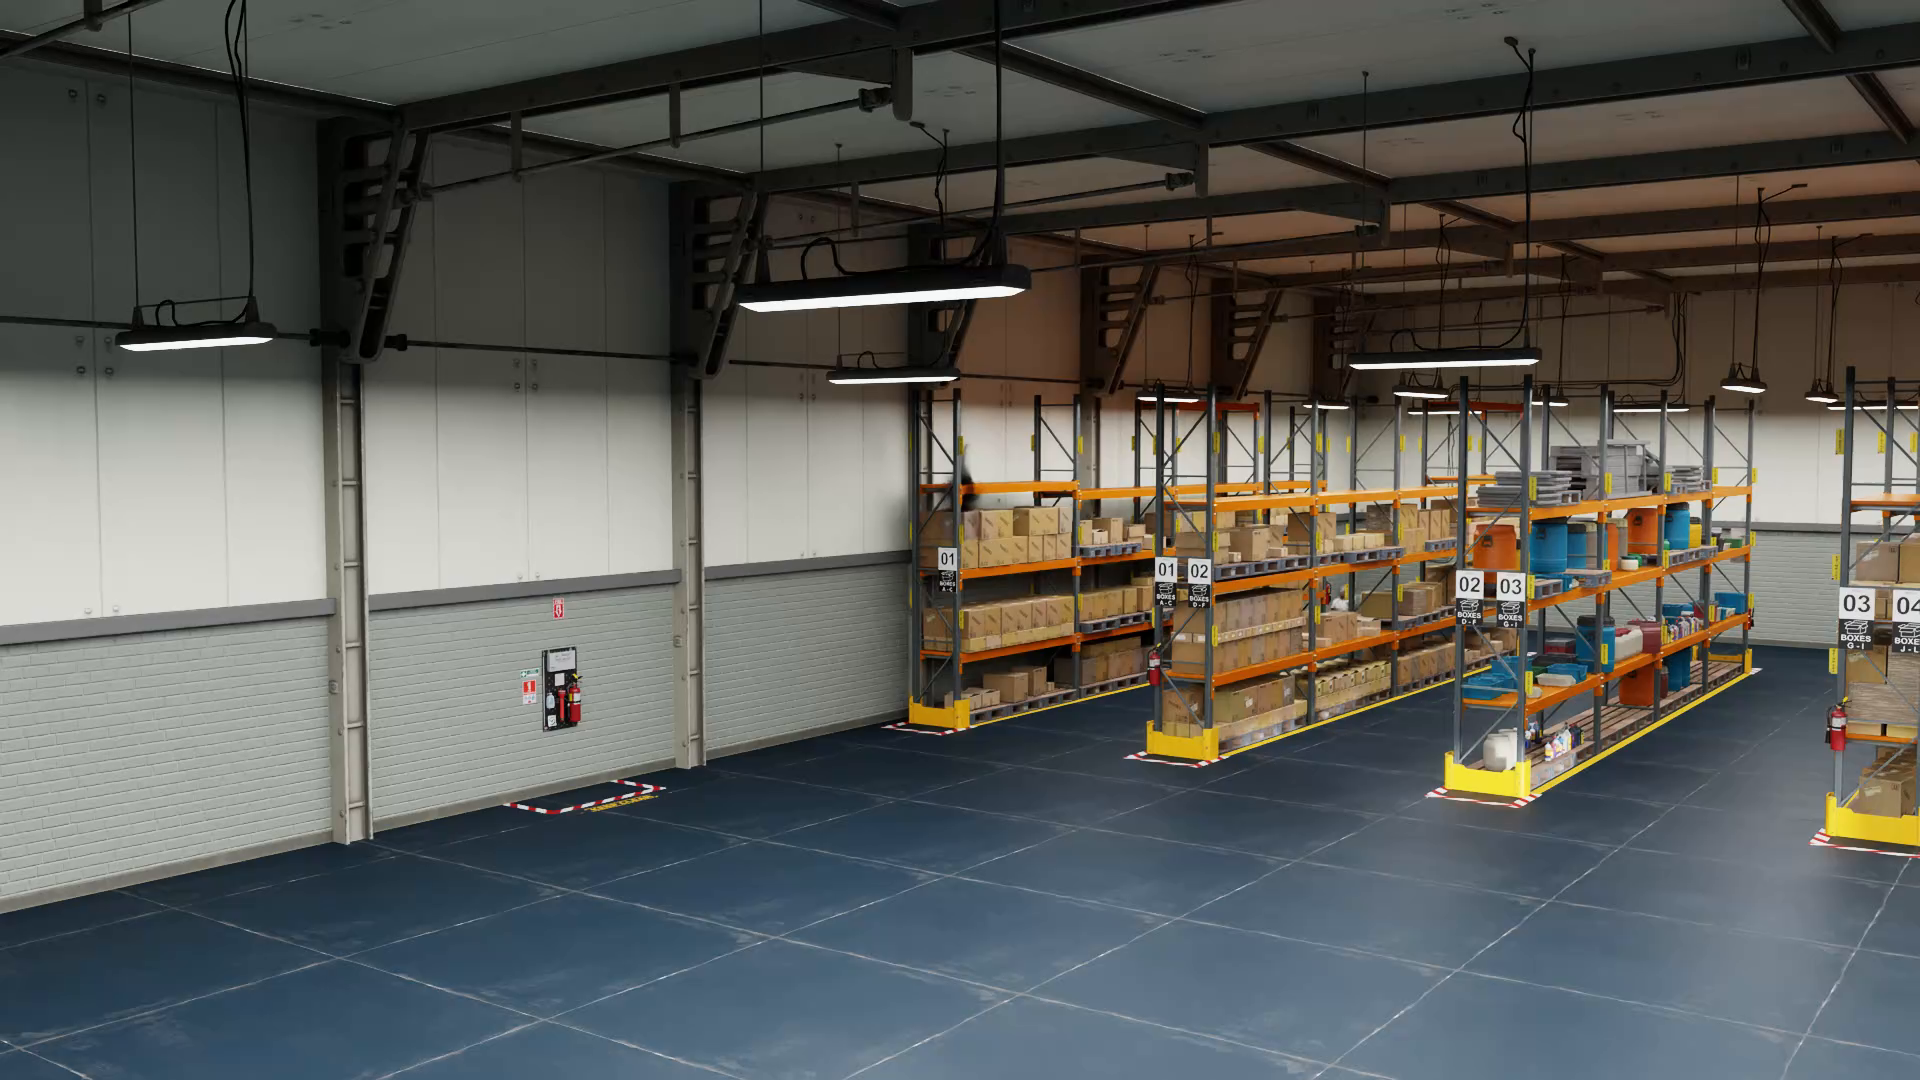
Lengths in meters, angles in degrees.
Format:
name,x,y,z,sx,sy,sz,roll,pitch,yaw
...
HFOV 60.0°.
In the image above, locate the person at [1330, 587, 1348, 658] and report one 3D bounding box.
name,x,y,z,sx,sy,sz,roll,pitch,yaw
person,9.042,1.938,39.359,0.576,1.685,0.610,1,3,18
